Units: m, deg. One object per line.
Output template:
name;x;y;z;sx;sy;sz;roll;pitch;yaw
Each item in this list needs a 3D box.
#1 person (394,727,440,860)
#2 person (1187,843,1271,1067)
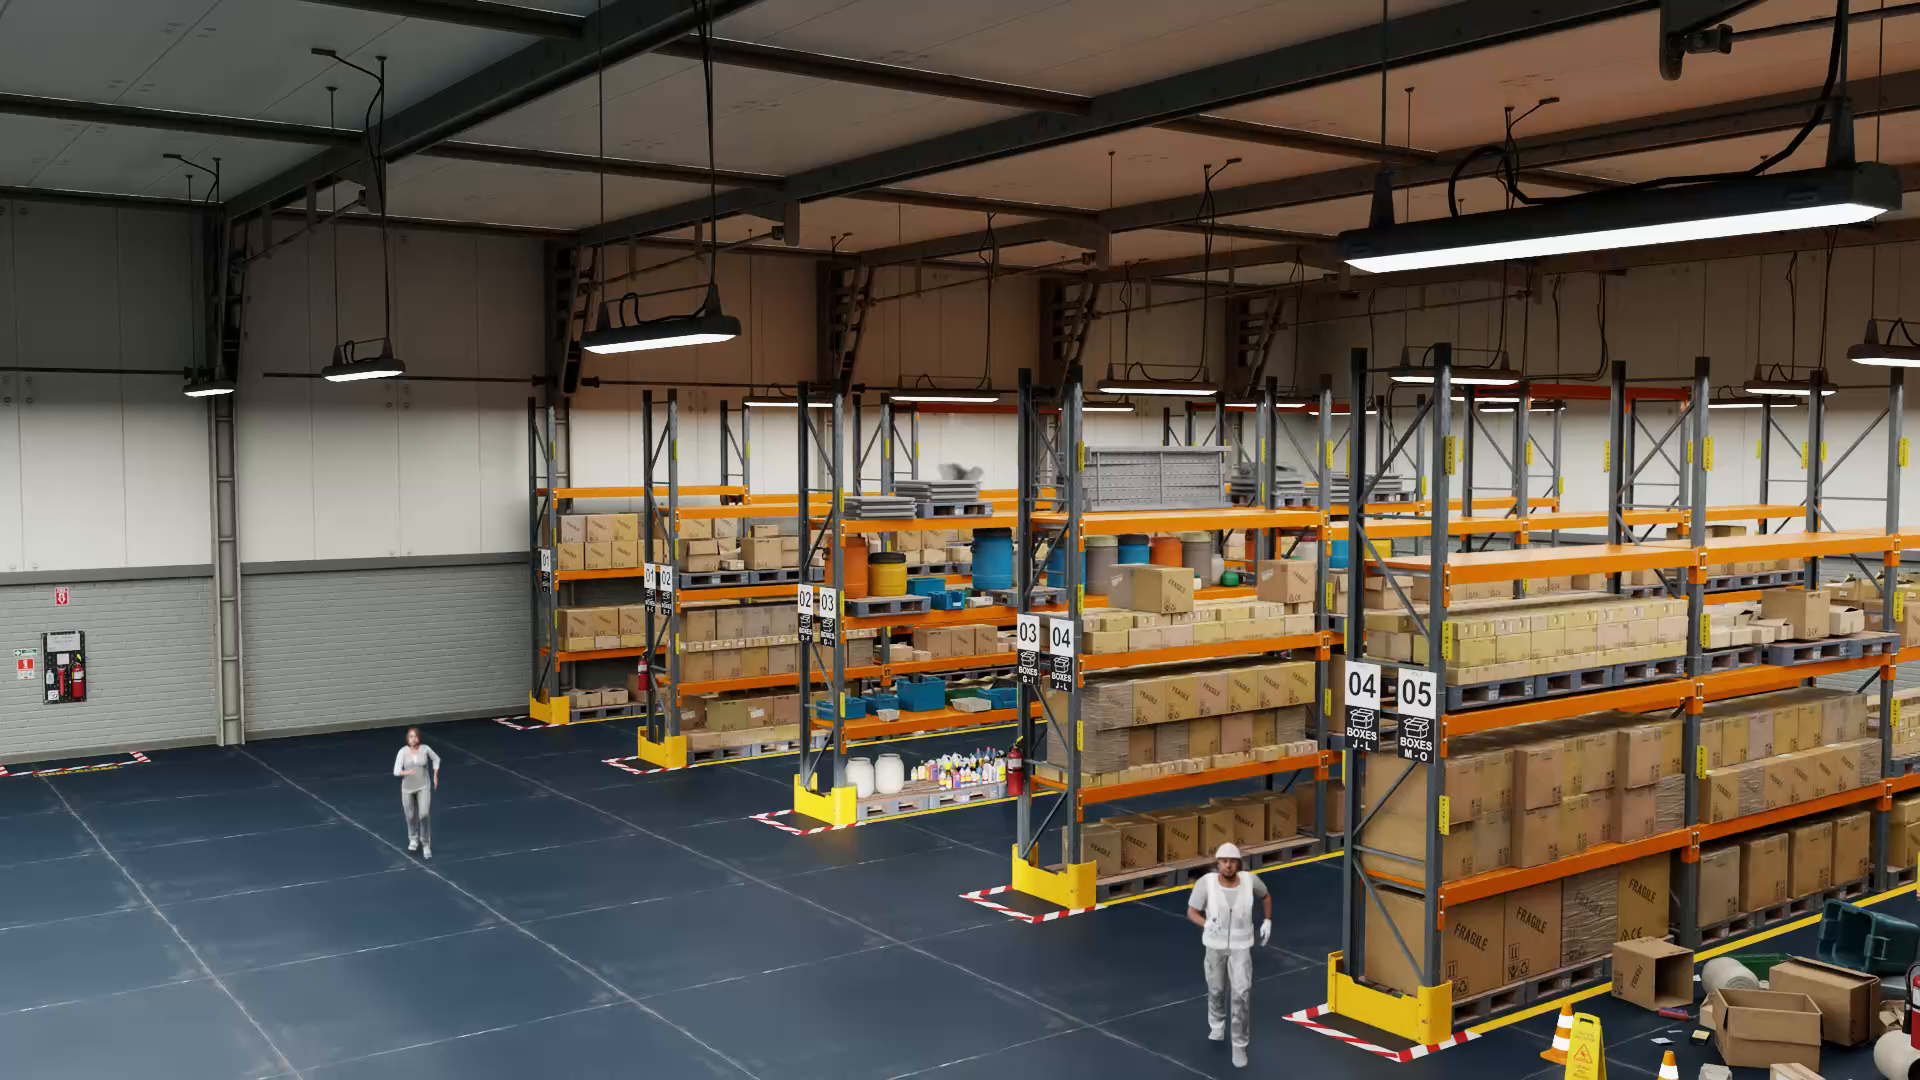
person;-6.751;3.146;20.670;0.520;1.643;0.699;-1;3;-13
person;2.263;3.462;13.980;0.710;1.864;0.771;0;3;7
